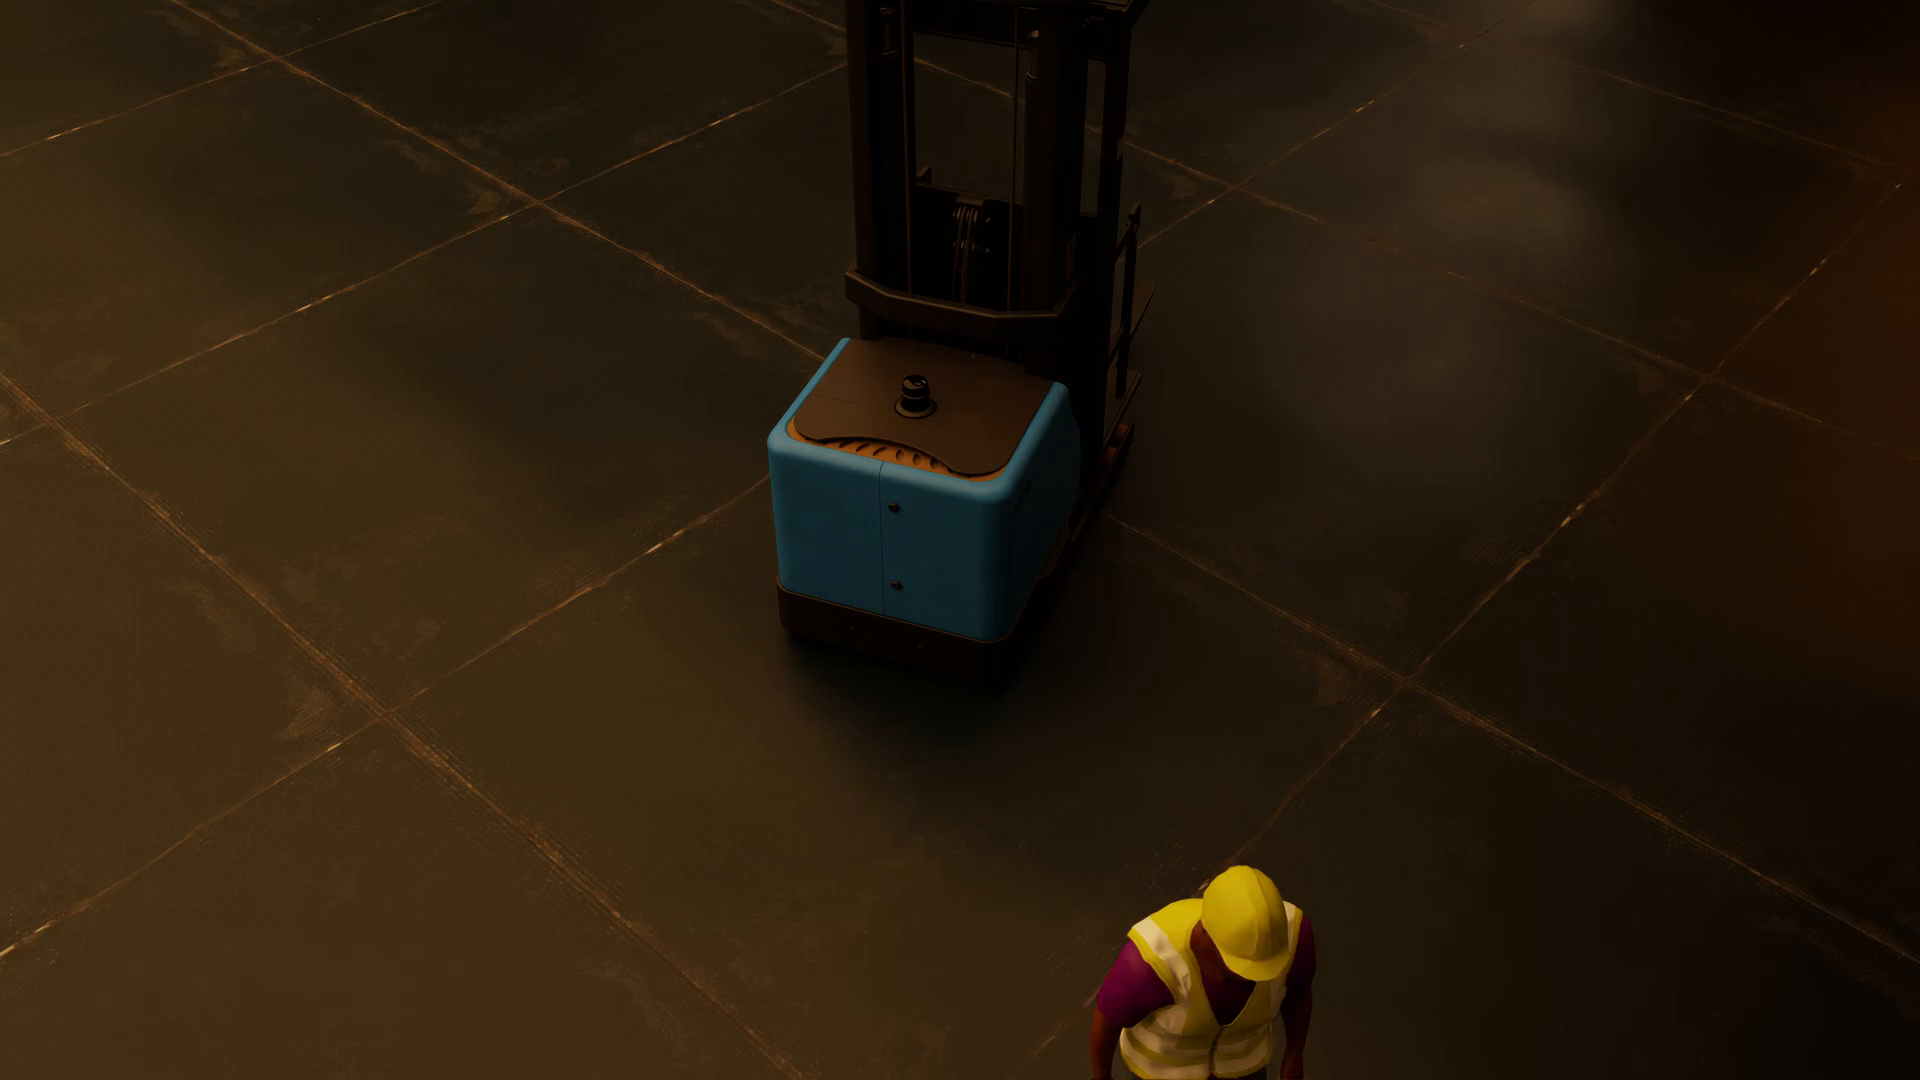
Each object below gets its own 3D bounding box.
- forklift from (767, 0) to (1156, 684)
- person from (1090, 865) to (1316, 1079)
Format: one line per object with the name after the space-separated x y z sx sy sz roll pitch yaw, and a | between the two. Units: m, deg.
0.211 -1.484 7.158 1.130 2.935 3.031 14 42 15 | forklift
0.667 1.464 4.623 0.631 1.760 0.463 -7 41 -8 | person
